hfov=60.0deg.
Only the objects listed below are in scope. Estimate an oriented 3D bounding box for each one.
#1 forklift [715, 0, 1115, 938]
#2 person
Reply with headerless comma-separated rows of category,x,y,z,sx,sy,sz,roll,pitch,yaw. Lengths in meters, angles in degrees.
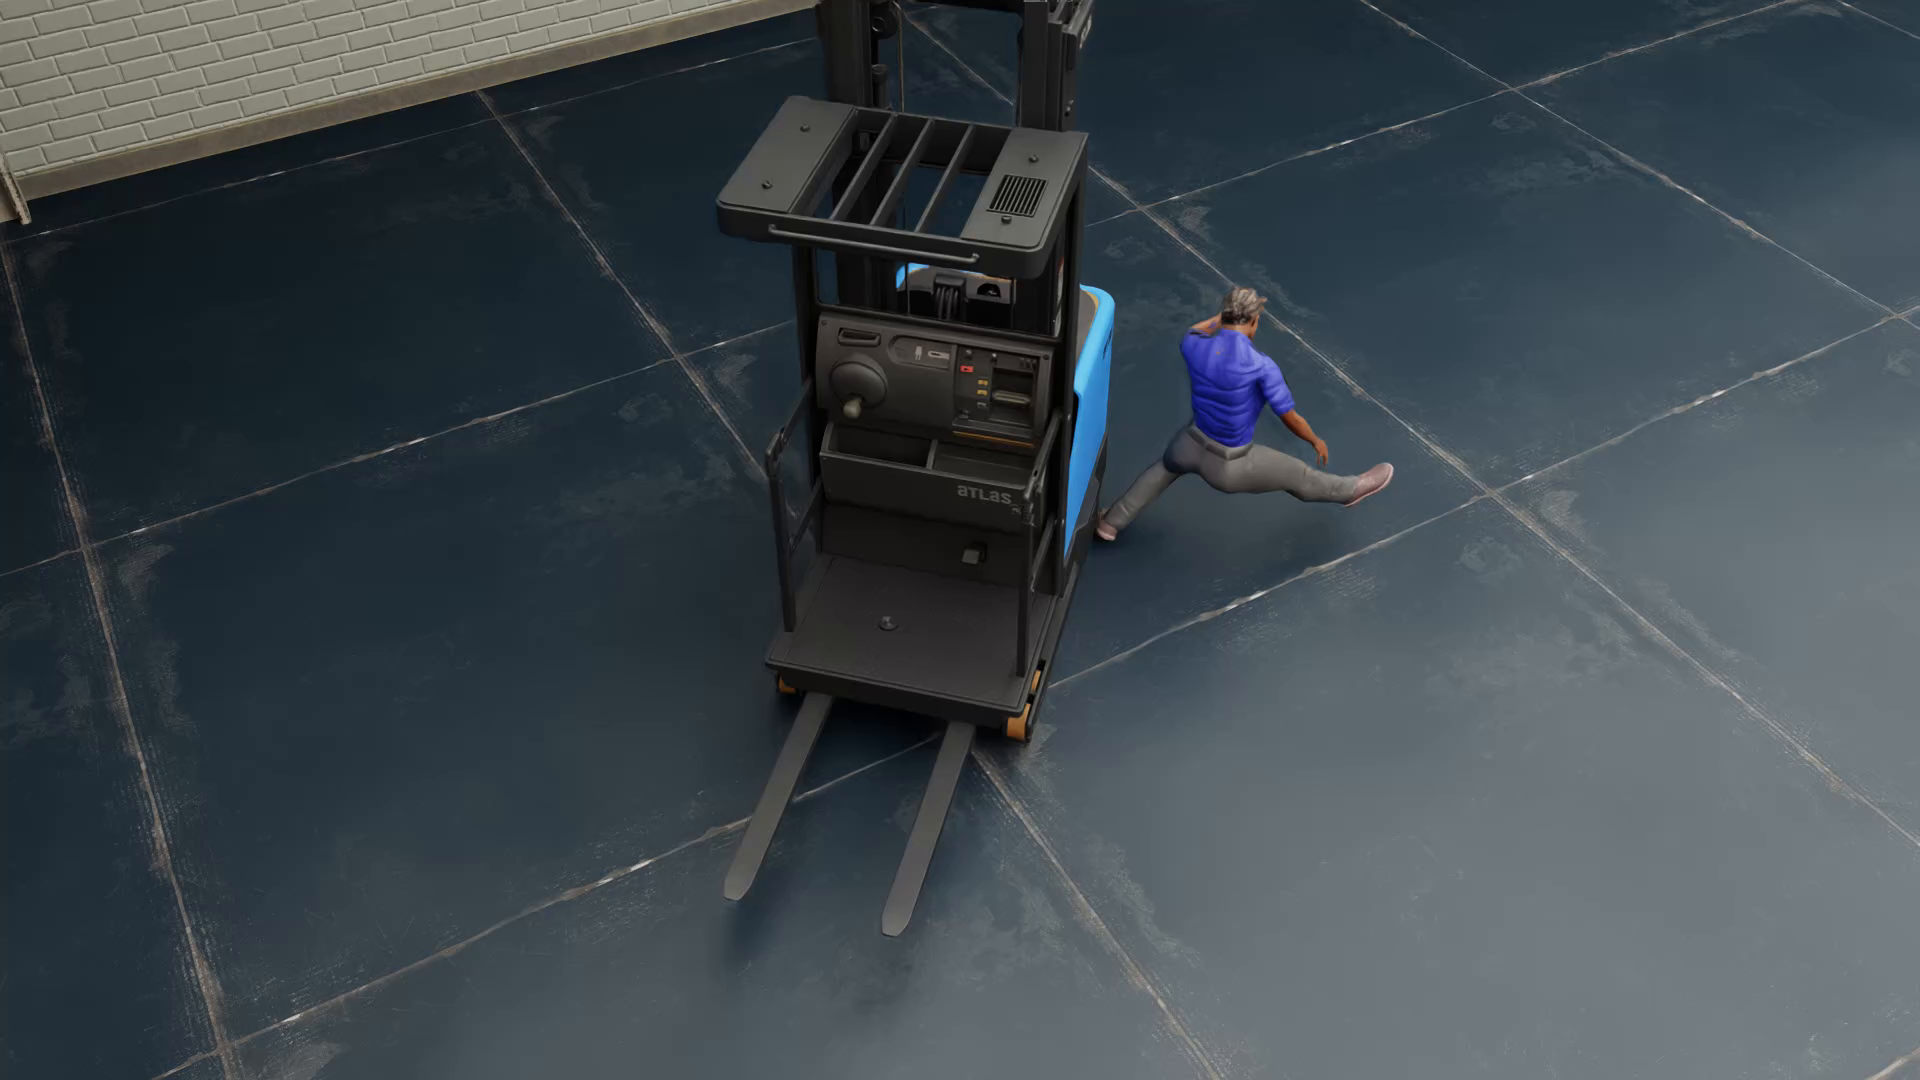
forklift,-0.160,-0.534,6.274,1.130,2.935,3.031,10,44,11
person,1.292,-0.544,7.500,1.038,1.372,1.108,33,52,30
